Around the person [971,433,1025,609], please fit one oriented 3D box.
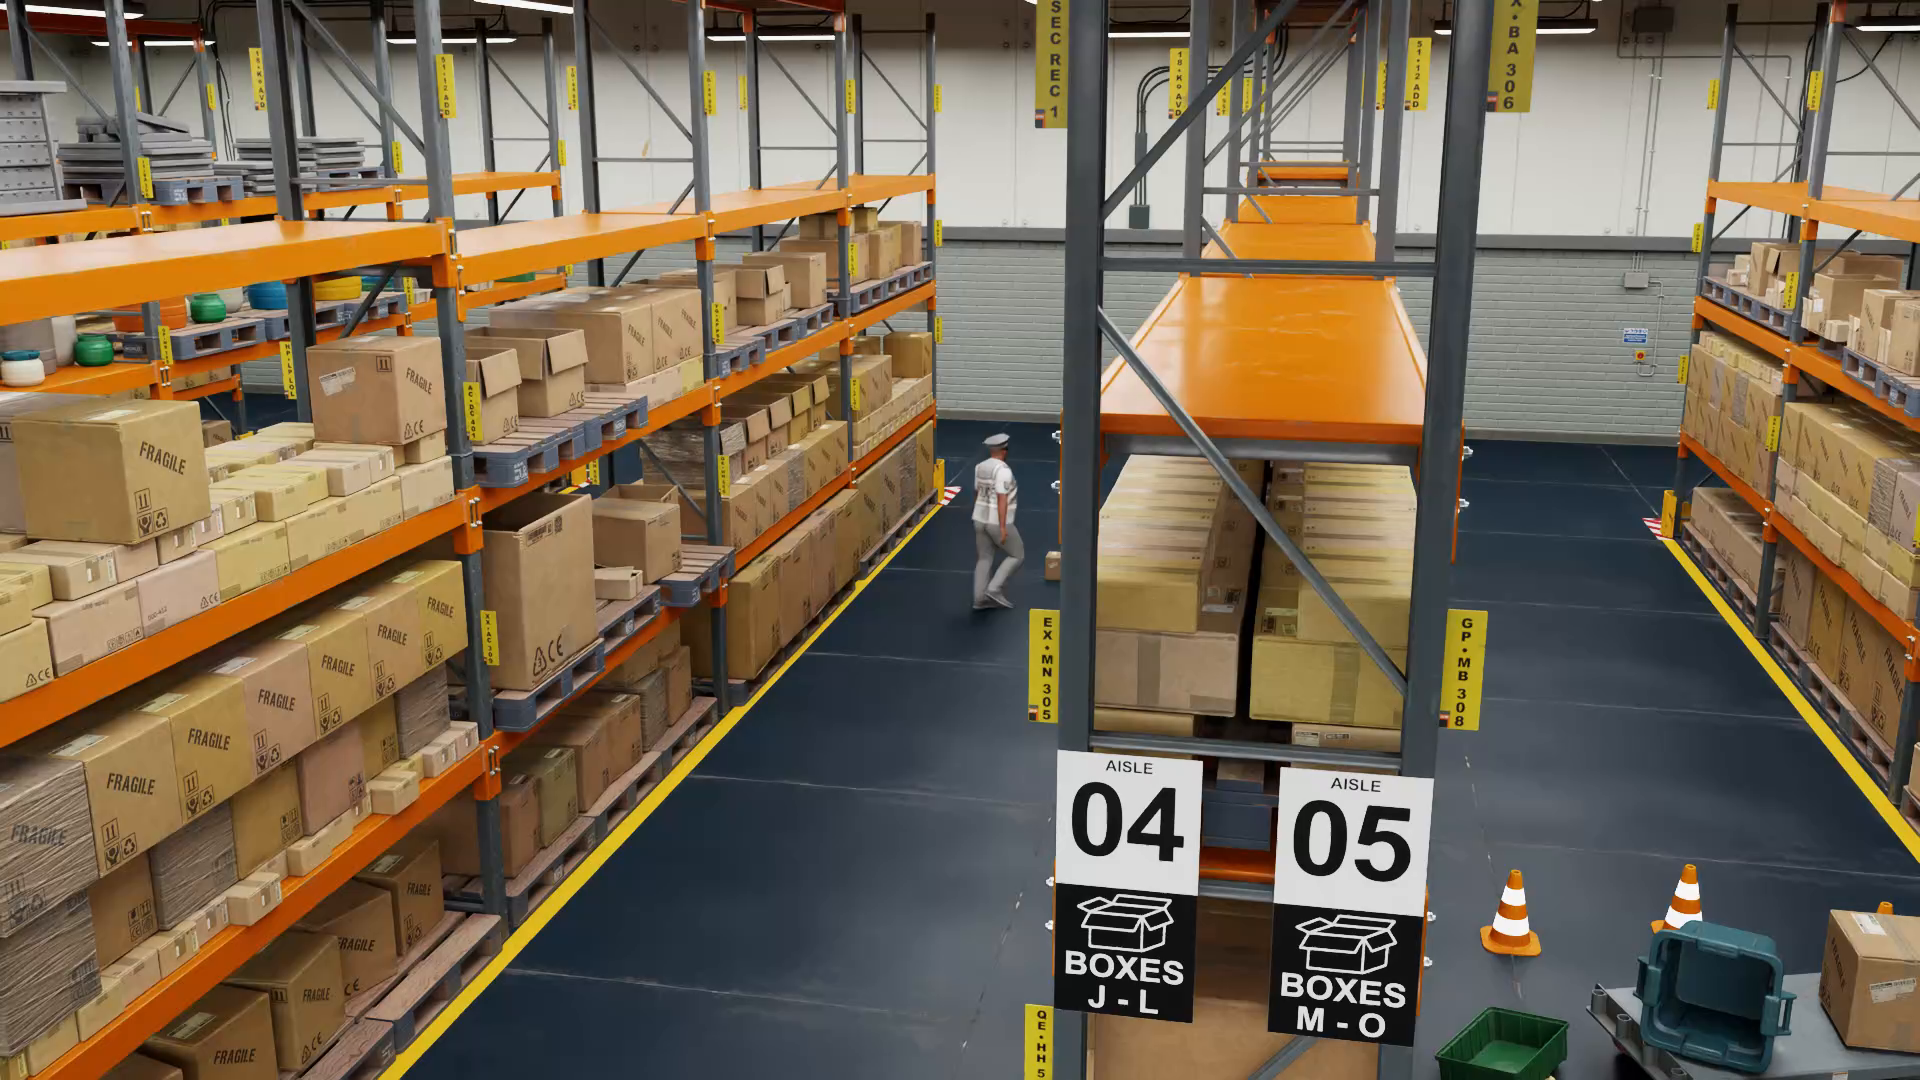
[{"bbox_3d":[0.340,-0.175,16.594,0.474,1.748,0.573,-12,19,-38],"label":"person"}]
